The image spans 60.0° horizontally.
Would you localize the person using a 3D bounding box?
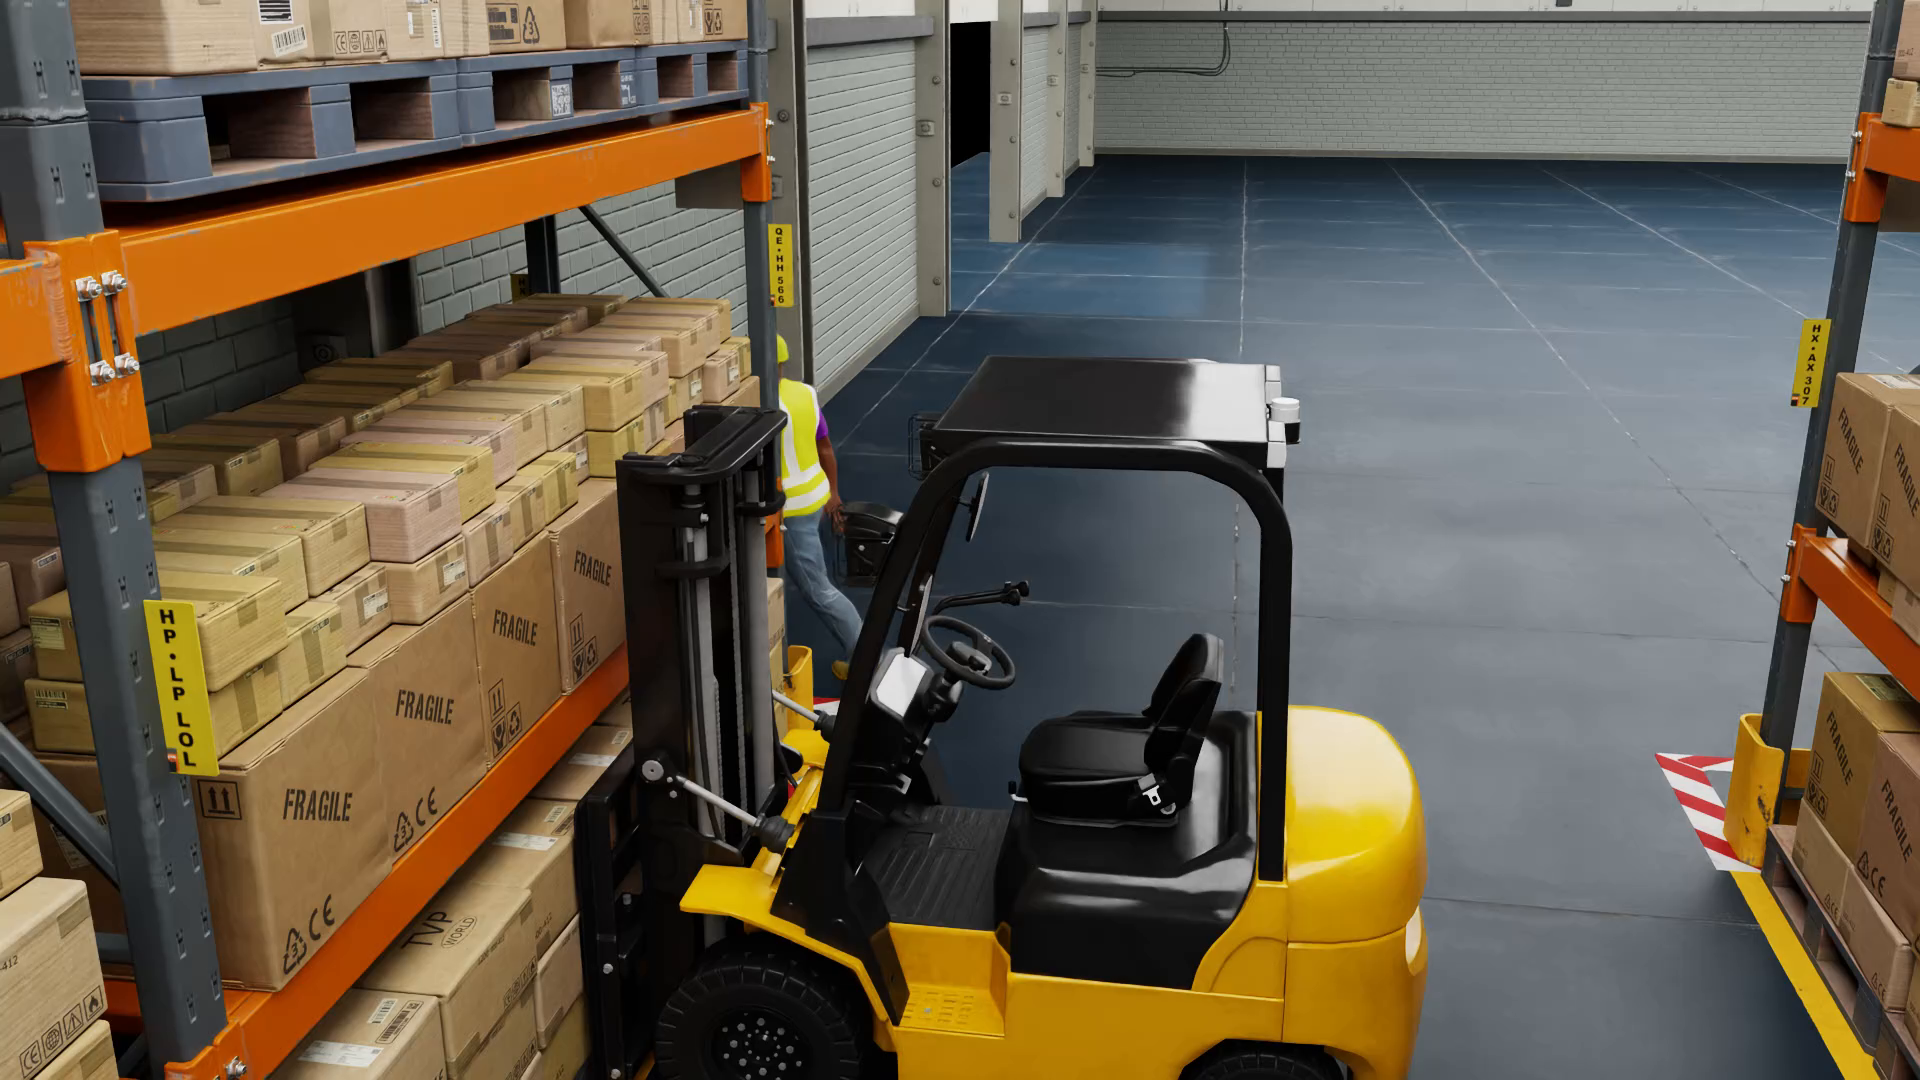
[{"bbox_3d":[-0.845,-0.166,8.049,1.057,1.708,0.569,4,18,13],"label":"person"}]
